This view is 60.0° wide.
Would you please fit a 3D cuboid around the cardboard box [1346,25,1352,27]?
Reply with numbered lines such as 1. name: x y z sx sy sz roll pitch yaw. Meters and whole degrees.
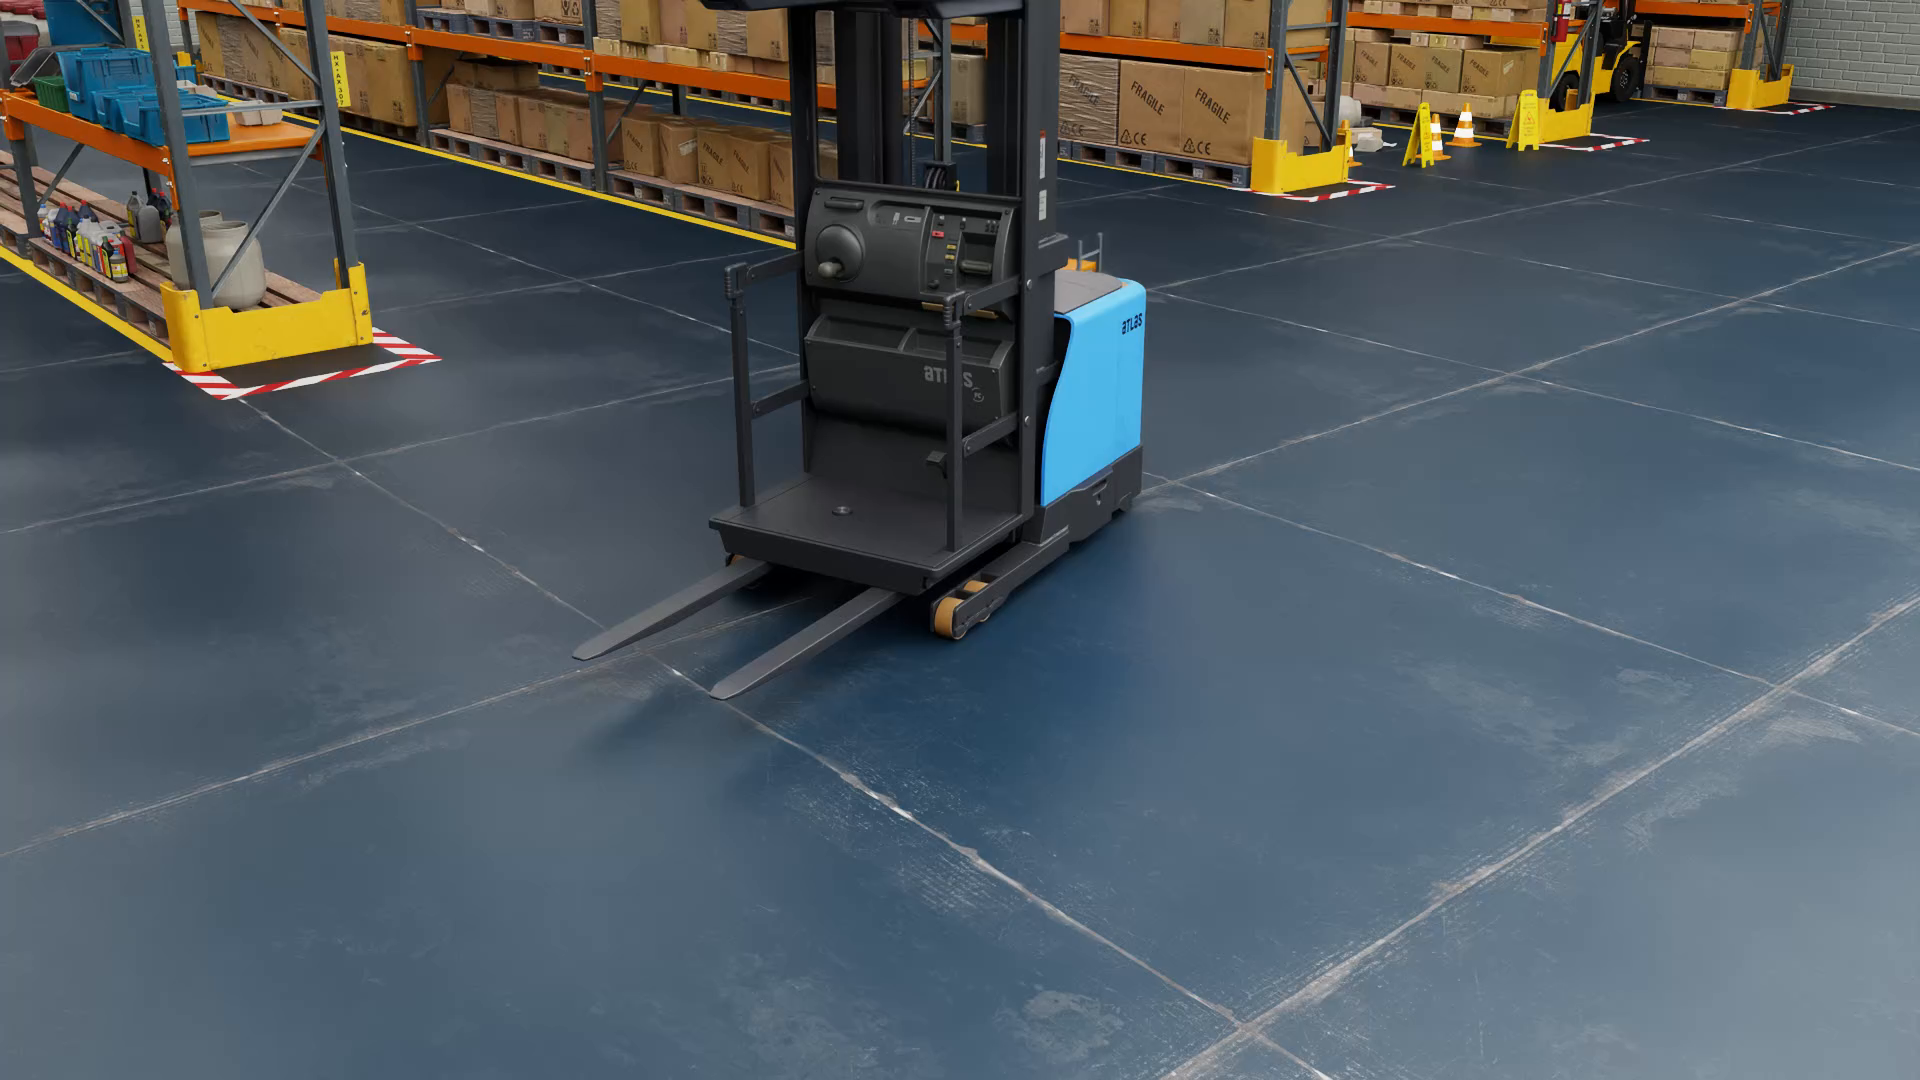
1. cardboard box: 6.387 -8.241 27.092 0.875 0.625 0.625 -16 27 -36

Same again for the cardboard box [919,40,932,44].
1. cardboard box: -0.982 -5.834 20.776 1.050 0.750 0.750 -17 27 -37

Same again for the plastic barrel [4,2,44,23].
1. plastic barrel: -7.786 -4.262 14.066 0.433 0.535 0.433 0 21 0

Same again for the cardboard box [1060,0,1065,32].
1. cardboard box: 1.353 -5.836 18.065 0.875 0.550 0.550 -17 27 -37

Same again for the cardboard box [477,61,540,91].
1. cardboard box: -4.894 -5.032 18.014 0.500 0.250 0.500 -14 25 -32

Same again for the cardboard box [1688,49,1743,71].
1. cardboard box: 10.225 -6.503 22.484 0.500 0.250 0.500 -18 28 -38

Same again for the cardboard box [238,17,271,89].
1. cardboard box: -9.277 -6.725 22.879 0.875 0.875 0.875 -17 27 -37

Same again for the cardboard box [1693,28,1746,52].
1. cardboard box: 10.243 -6.729 22.375 0.500 0.250 0.500 -16 27 -36

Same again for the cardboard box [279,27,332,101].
1. cardboard box: -7.886 -6.103 21.291 1.225 0.875 0.875 -17 27 -37

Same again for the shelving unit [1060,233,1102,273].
1. shelving unit: 0.399 -0.913 8.168 0.503 1.200 0.258 12 24 27

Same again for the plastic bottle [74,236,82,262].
1. plastic bottle: -6.346 -2.124 12.027 0.097 0.201 0.097 0 21 0

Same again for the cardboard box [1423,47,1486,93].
1. cardboard box: 5.958 -5.680 20.038 0.500 0.500 0.500 -16 27 -36

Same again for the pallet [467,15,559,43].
1. pallet: -4.385 -5.337 17.261 1.003 0.211 1.213 -17 27 -37

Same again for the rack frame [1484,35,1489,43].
1. rack frame: 8.169 -8.400 24.819 1.000 3.000 0.127 -17 27 -37

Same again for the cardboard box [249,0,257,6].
1. cardboard box: -9.102 -7.100 21.843 0.380 0.149 0.250 -18 28 -38

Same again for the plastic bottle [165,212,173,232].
1. plastic bottle: -5.852 -2.297 12.356 0.061 0.283 0.133 -17 27 -37

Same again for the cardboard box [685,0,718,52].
1. cardboard box: -1.853 -4.496 14.305 0.875 0.500 0.500 -17 27 -37

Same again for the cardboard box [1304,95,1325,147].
1. cardboard box: 3.957 -4.833 19.133 0.637 0.503 0.797 3 22 9

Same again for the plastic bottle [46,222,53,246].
1. plastic bottle: -6.840 -2.333 12.561 0.097 0.201 0.097 0 21 0

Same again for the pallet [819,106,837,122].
1. pallet: -1.427 -5.582 21.447 1.003 0.211 1.213 -17 27 -37

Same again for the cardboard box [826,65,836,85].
1. cardboard box: -0.828 -3.666 13.076 0.380 0.149 0.250 -17 27 -37

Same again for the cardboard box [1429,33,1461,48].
1. cardboard box: 5.849 -5.994 19.951 0.380 0.149 0.250 -17 27 -37

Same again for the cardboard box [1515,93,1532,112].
1. cardboard box: 6.705 -5.317 20.139 0.500 0.250 0.500 -18 28 -38

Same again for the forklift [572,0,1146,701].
1. forklift: -0.317 -1.166 6.442 1.130 2.935 3.031 12 24 28

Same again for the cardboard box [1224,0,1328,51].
1. cardboard box: 3.061 -5.068 16.104 0.875 0.550 0.550 -17 27 -37

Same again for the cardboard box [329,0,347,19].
1. cardboard box: -7.212 -6.510 19.856 0.500 0.500 0.500 -17 27 -36

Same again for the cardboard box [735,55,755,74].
1. cardboard box: -1.657 -4.008 13.947 0.380 0.149 0.250 -17 27 -37

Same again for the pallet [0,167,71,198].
1. pallet: -8.984 -3.263 15.525 1.003 0.211 1.213 -17 27 -37

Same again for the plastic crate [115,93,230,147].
1. plastic crate: -4.792 -2.572 10.142 0.499 0.251 0.616 -17 27 -37

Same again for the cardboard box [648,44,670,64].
1. cardboard box: -2.545 -4.330 14.771 0.380 0.149 0.250 -17 27 -37

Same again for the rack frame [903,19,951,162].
1. rack frame: -0.486 -3.753 12.954 1.000 3.000 0.127 -17 27 -37

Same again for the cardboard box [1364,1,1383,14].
1. cardboard box: 5.201 -6.582 20.520 0.380 0.149 0.250 -17 27 -37

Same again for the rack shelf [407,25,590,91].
1. rack shelf: -4.402 -5.076 17.318 1.077 0.370 4.000 -17 27 -37

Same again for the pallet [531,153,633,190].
1. pallet: -3.606 -3.775 16.833 1.003 0.211 1.213 -17 27 -37

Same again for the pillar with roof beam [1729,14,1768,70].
1. pillar with roof beam: 7.747 -9.471 19.325 9.100 9.000 0.400 -17 27 -37

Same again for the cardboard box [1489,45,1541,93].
1. cardboard box: 6.689 -5.672 20.019 0.500 0.500 0.500 -19 28 -39

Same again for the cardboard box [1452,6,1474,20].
1. cardboard box: 6.024 -6.231 19.625 0.380 0.149 0.250 -17 27 -37

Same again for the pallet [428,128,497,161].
1. pallet: -5.199 -4.449 18.554 1.003 0.211 1.213 -17 27 -37

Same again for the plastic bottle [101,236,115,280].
1. plastic bottle: -5.859 -1.945 11.459 0.061 0.283 0.133 -17 27 -36

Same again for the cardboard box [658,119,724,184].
1. cardboard box: -2.487 -3.614 15.449 0.500 0.500 0.500 -9 23 -21

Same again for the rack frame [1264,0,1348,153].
1. rack frame: 3.338 -4.906 15.898 1.000 3.000 0.127 -17 27 -37

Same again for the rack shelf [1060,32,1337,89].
1. rack shelf: 2.032 -5.124 17.440 1.077 0.370 4.000 -17 27 -37

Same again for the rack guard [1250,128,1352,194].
1. rack guard: 3.353 -3.736 16.336 1.175 0.500 0.348 -17 27 -37

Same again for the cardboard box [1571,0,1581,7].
1. cardboard box: 6.923 -6.495 19.408 0.500 0.500 0.500 -18 28 -38

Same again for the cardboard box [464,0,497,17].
1. cardboard box: -4.788 -5.572 17.226 0.500 0.250 0.500 -18 28 -39

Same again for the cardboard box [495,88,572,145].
1. cardboard box: -4.508 -4.519 17.733 0.700 0.500 0.500 -15 26 -33

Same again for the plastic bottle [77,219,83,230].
1. plastic bottle: -6.389 -2.208 12.147 0.097 0.271 0.097 0 21 0

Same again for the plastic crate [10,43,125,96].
1. plastic crate: -6.604 -3.476 12.330 0.767 0.338 0.504 -17 27 -37

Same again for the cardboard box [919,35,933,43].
1. cardboard box: -0.346 -8.482 27.364 0.875 0.875 0.875 -16 27 -36

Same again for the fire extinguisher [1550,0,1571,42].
1. fire extinguisher: 6.747 -5.935 18.631 0.296 0.674 0.183 -17 27 -37

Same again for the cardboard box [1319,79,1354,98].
1. cardboard box: 4.948 -5.761 21.274 0.500 0.250 0.500 -16 26 -34

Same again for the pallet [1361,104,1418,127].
1. pallet: 5.676 -5.405 20.994 1.003 0.211 1.213 -17 27 -37

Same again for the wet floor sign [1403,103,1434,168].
1. wet floor sign: 4.856 -4.273 17.510 0.232 0.644 0.267 17 27 36

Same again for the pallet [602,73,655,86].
1. pallet: -4.961 -7.100 25.323 1.003 0.211 1.213 -17 27 -37

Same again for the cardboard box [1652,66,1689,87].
1. cardboard box: 9.916 -6.405 22.918 0.500 0.250 0.500 -17 27 -37
